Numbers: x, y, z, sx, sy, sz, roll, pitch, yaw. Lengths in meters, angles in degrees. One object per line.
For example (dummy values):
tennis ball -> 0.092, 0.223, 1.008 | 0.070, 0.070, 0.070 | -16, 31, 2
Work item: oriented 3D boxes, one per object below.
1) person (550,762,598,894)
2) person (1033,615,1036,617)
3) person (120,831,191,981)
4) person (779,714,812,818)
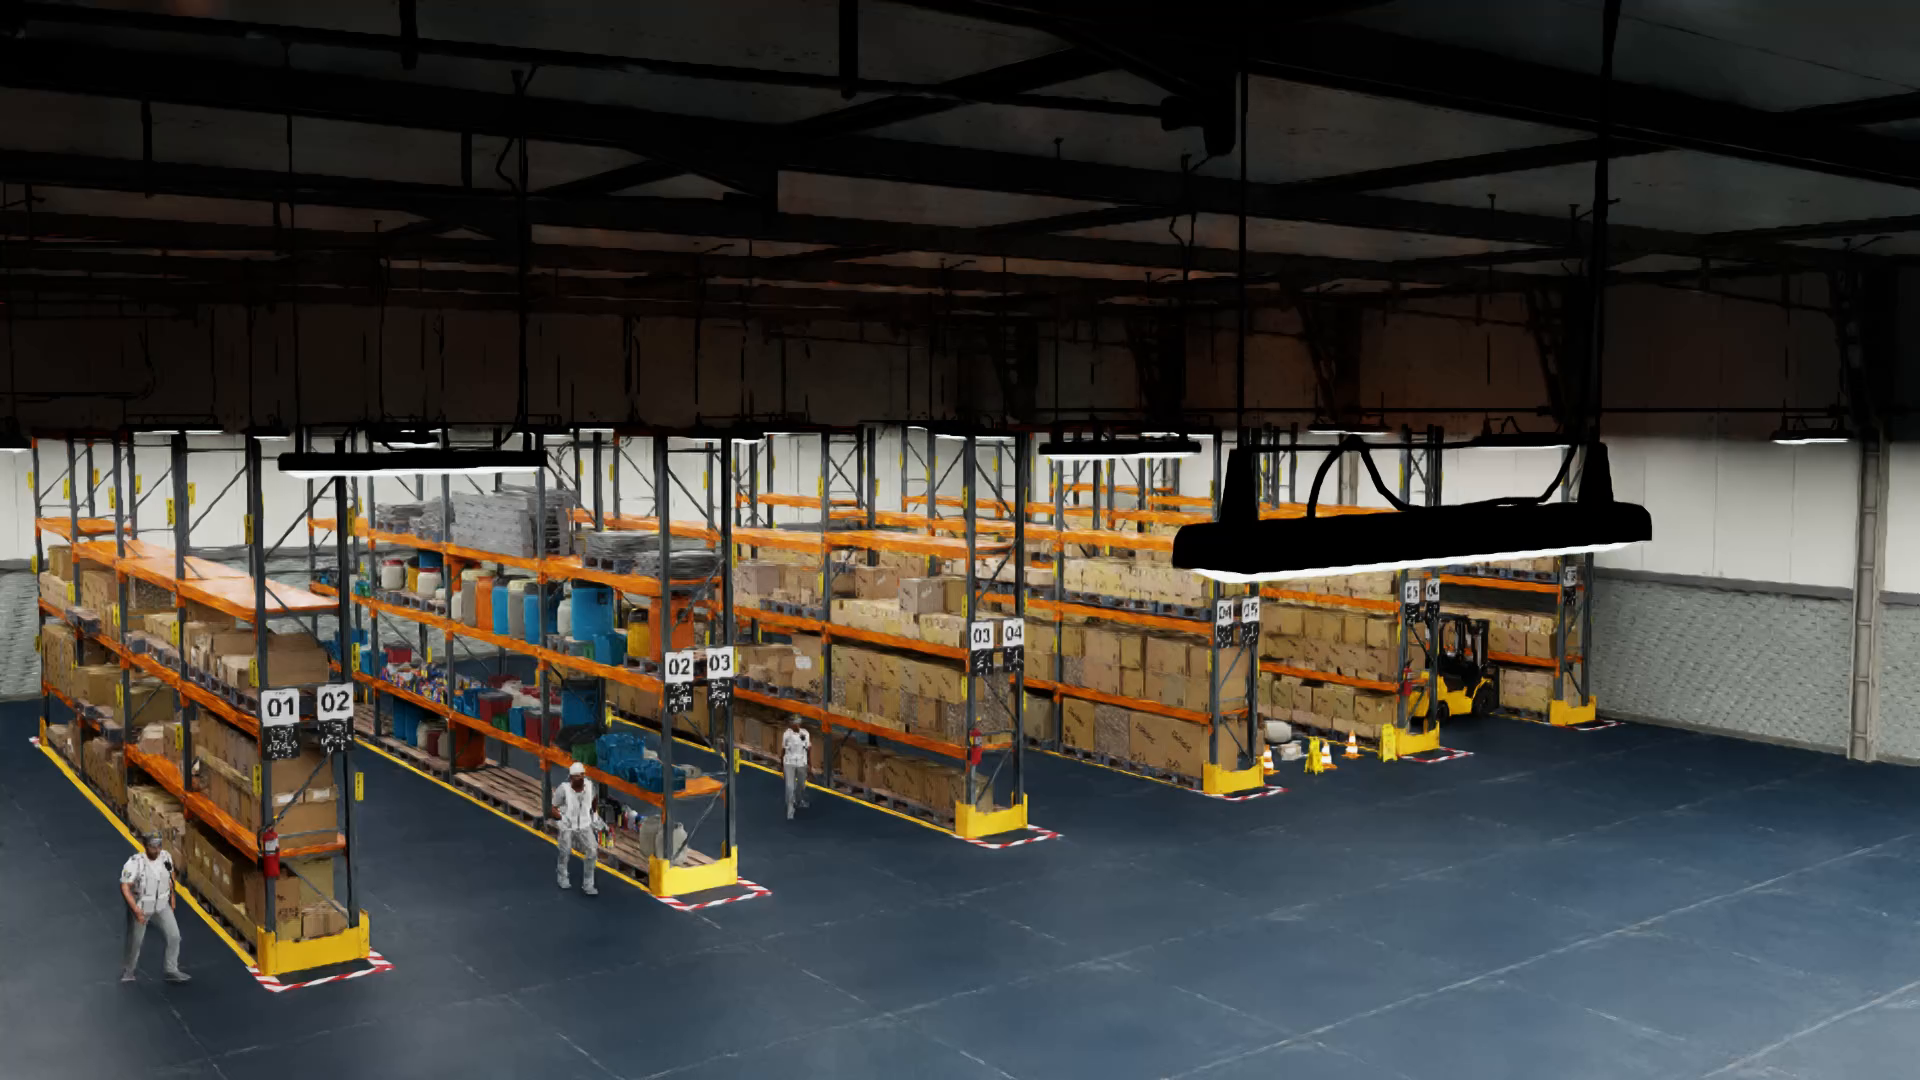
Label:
person -> -5.023, 3.754, 21.818 | 0.727, 1.721, 0.816 | -3, 5, -31
person -> 1.625, 2.538, 37.583 | 0.575, 1.658, 0.576 | -1, 5, -17
person -> -8.956, 4.024, 18.360 | 0.745, 1.709, 0.662 | 4, 6, 40
person -> -2.561, 3.481, 25.993 | 0.505, 1.610, 0.939 | -1, 5, -15
